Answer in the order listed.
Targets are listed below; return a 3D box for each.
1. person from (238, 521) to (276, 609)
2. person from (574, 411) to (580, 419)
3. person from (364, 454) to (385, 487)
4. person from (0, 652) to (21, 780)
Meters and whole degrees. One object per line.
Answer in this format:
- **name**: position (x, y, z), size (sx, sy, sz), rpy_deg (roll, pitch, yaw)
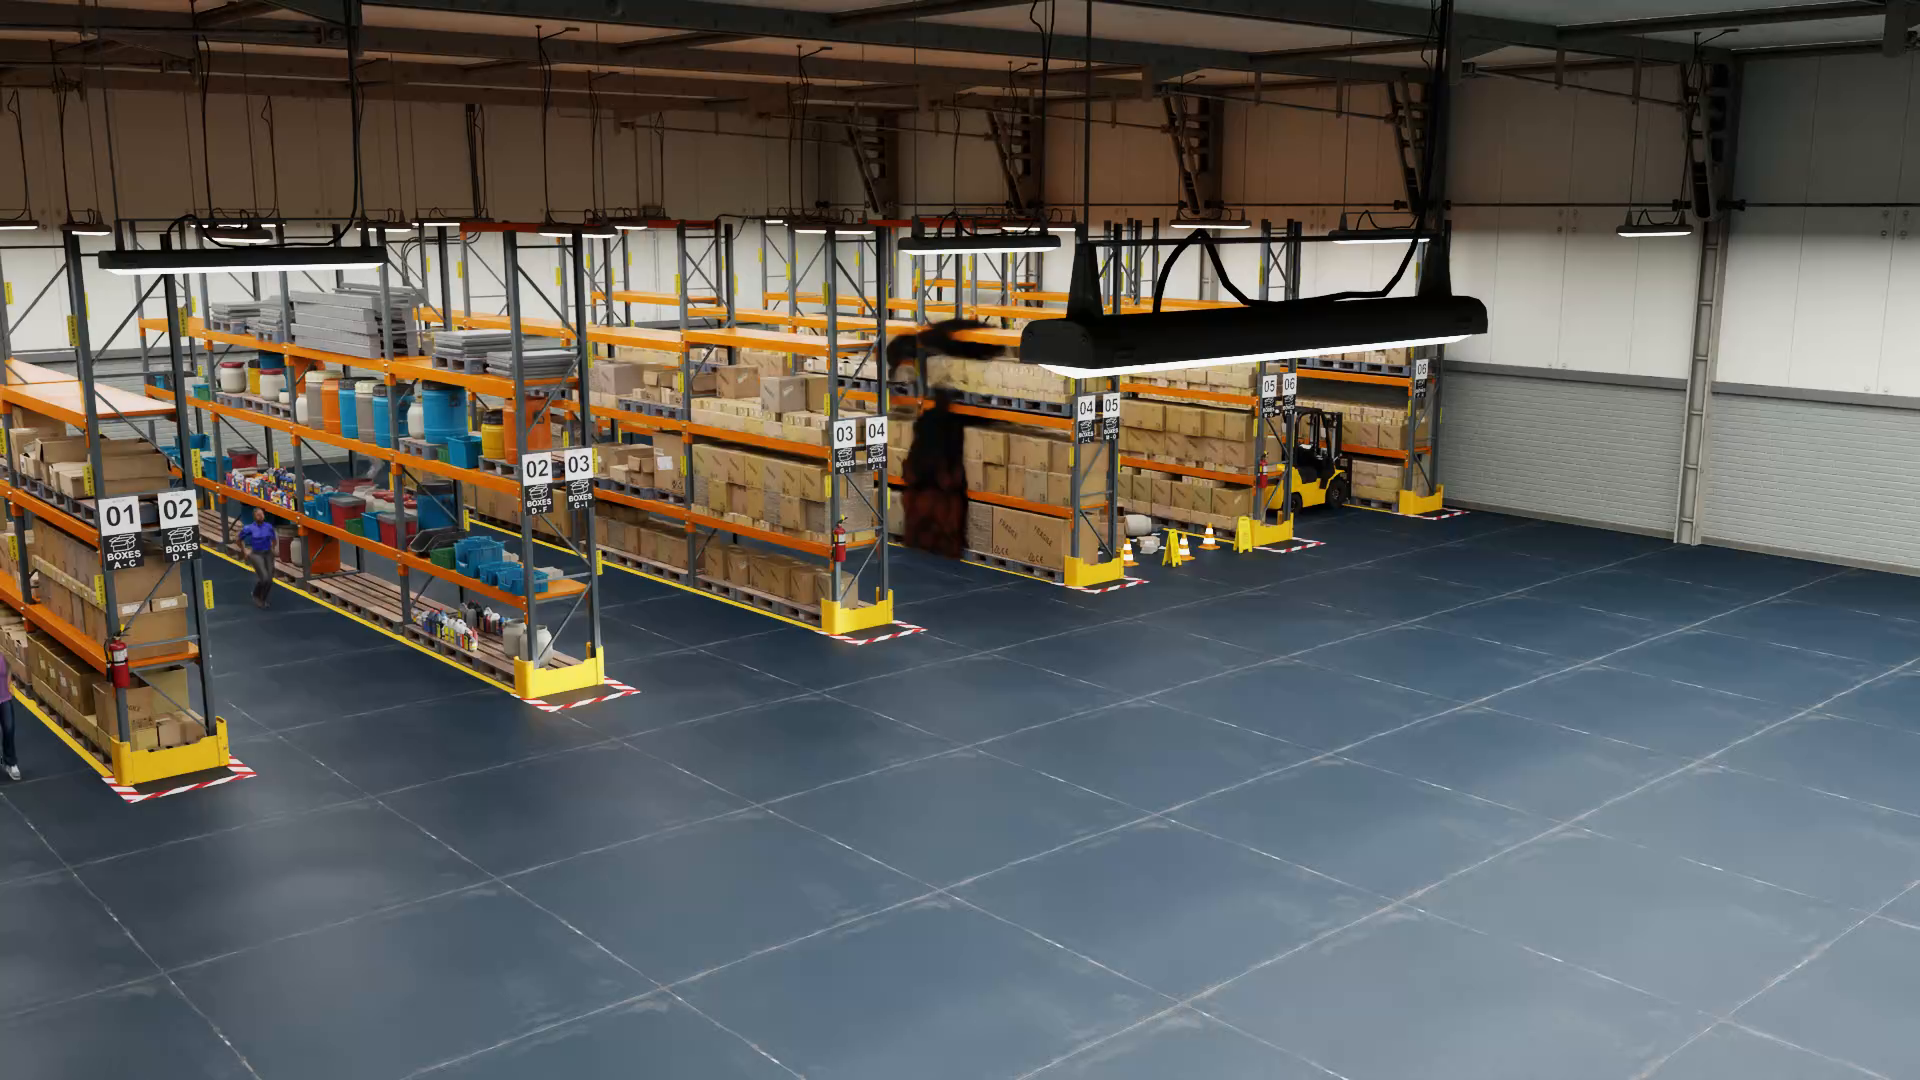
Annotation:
- **person**: position (-11.021, 0.394, 26.273), size (0.577, 1.415, 0.521), rpy_deg (9, 14, 38)
- **person**: position (-8.867, -2.160, 38.057), size (0.762, 1.782, 0.928), rpy_deg (-6, 13, -29)
- **person**: position (-13.246, -2.026, 37.669), size (0.557, 1.656, 0.550), rpy_deg (-5, 13, -25)
- **person**: position (-10.811, 1.835, 18.614), size (0.807, 1.609, 0.534), rpy_deg (11, 16, 44)
